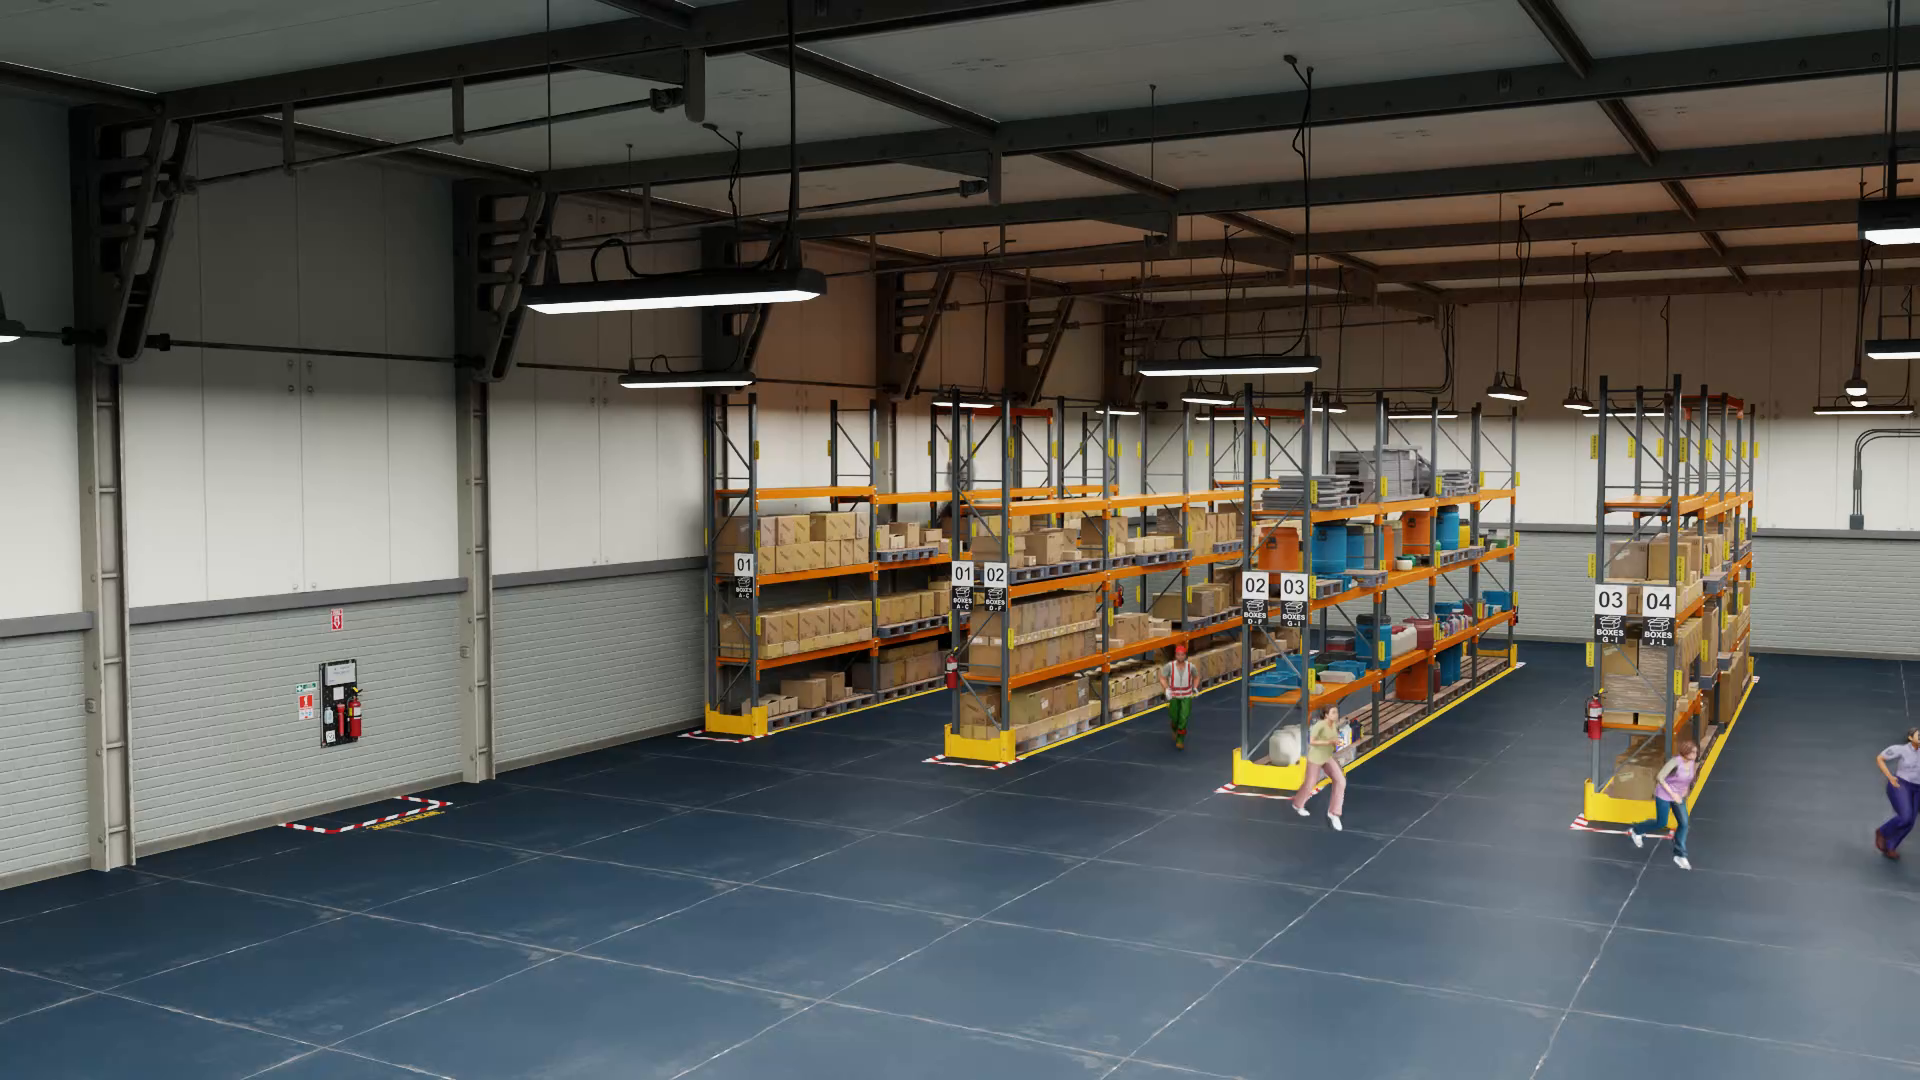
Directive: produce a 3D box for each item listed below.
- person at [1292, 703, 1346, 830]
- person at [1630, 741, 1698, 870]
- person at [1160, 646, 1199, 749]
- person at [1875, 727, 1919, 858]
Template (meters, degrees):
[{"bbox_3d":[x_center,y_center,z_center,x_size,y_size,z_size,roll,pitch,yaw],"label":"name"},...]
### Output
[{"bbox_3d":[4.771,3.098,22.250,0.572,1.454,0.907,-2,4,-29],"label":"person"},{"bbox_3d":[8.566,3.164,20.238,0.565,1.548,0.908,-2,4,-31],"label":"person"},{"bbox_3d":[3.702,2.628,28.051,0.663,1.728,0.697,0,3,4],"label":"person"},{"bbox_3d":[11.685,3.115,20.472,0.659,1.601,0.495,-1,3,-14],"label":"person"}]
